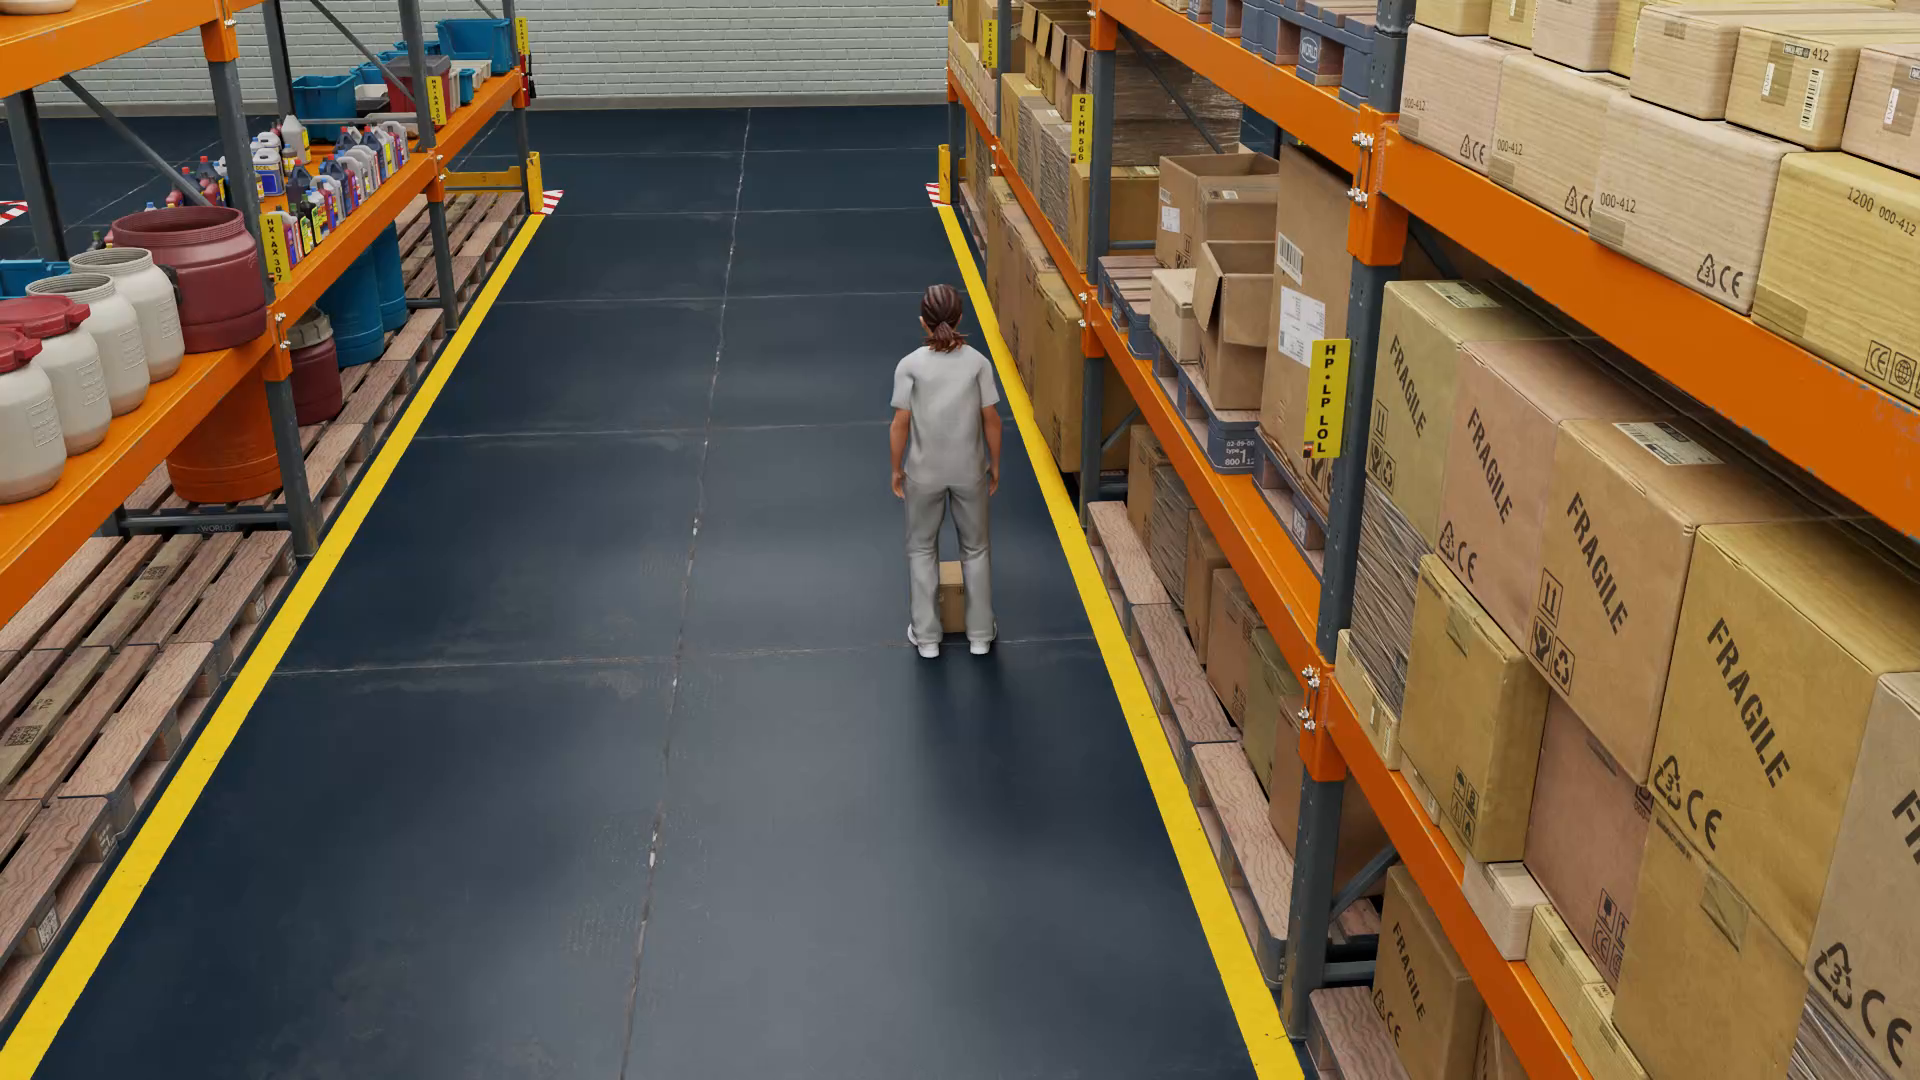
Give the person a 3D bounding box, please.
[{"bbox_3d":[-0.061,-0.285,7.247,0.486,1.673,0.357,-2,24,-5],"label":"person"}]
